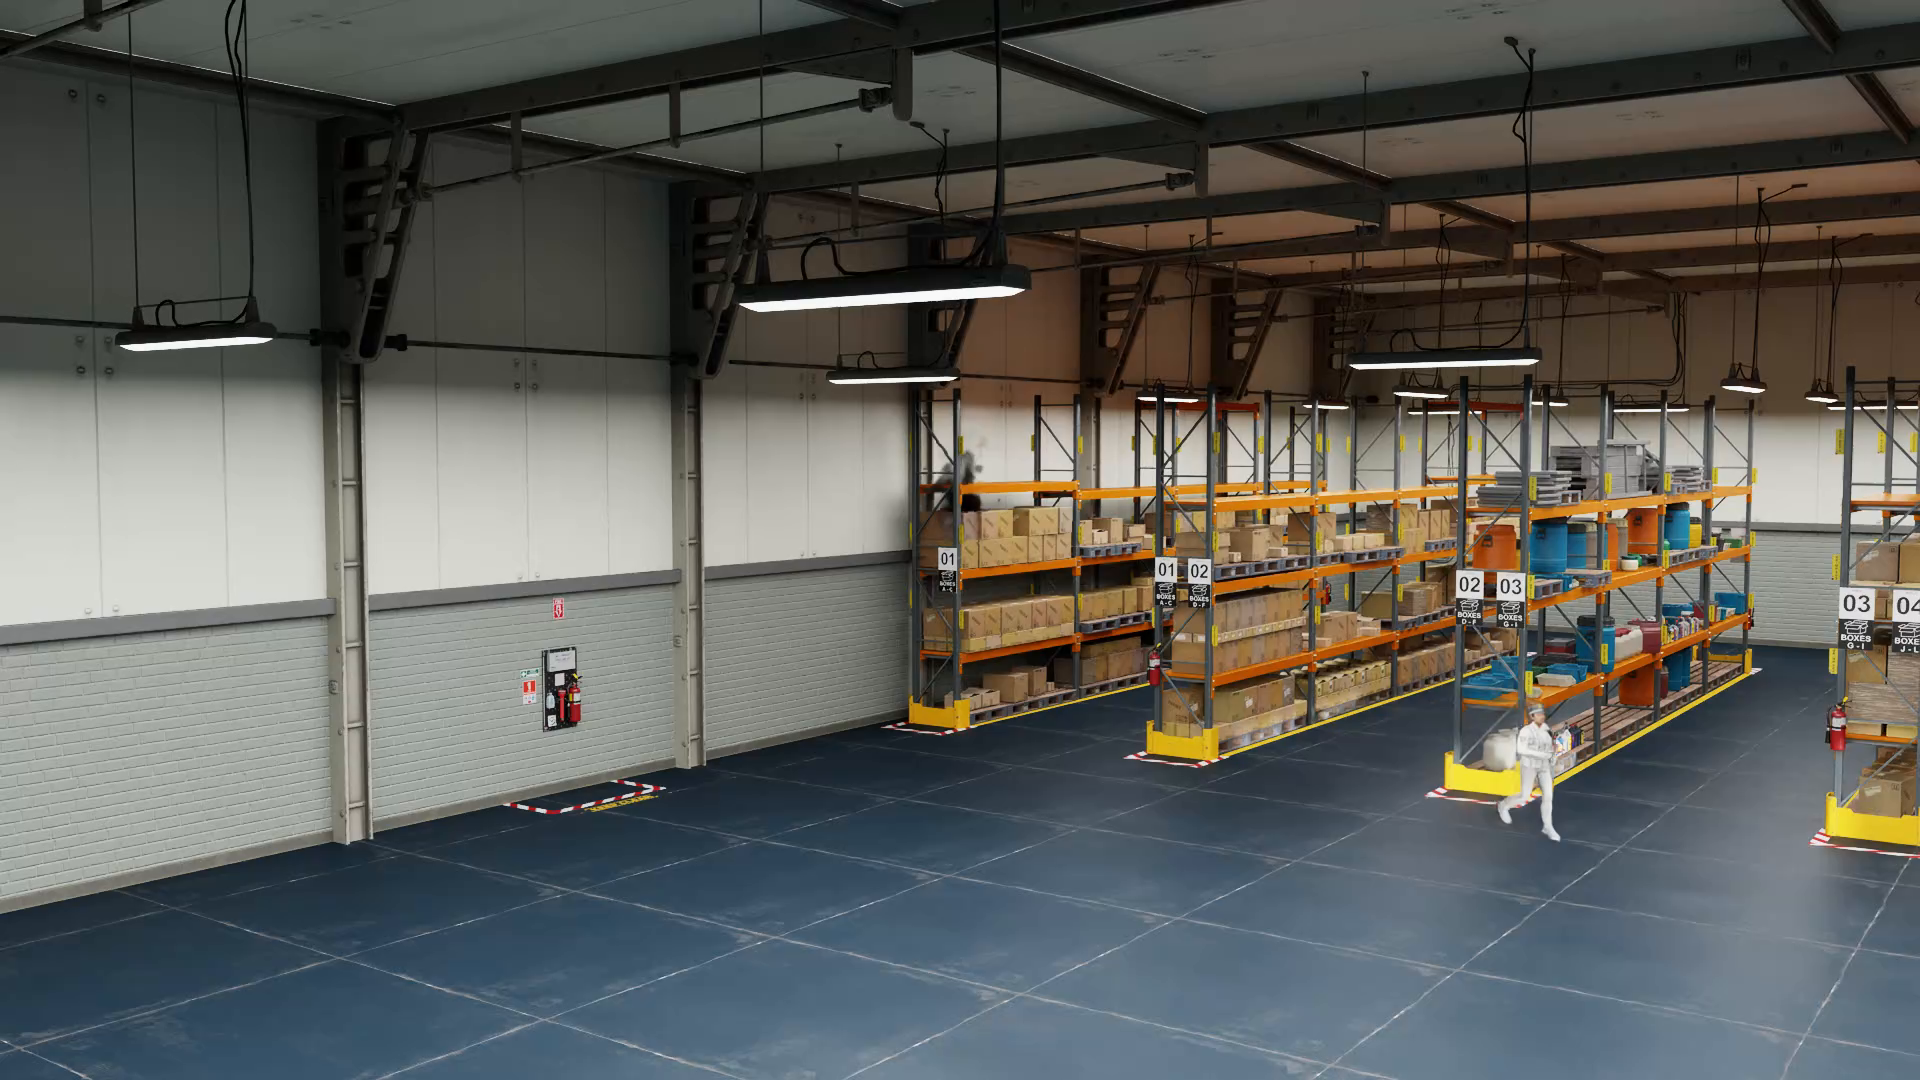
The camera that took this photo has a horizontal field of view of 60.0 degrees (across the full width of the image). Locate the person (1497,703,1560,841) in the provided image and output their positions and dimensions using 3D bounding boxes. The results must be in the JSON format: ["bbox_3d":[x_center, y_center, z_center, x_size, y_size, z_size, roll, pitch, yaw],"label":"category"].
[{"bbox_3d":[7.378,2.938,21.417,0.623,1.711,0.934,-1,4,-22],"label":"person"}]
